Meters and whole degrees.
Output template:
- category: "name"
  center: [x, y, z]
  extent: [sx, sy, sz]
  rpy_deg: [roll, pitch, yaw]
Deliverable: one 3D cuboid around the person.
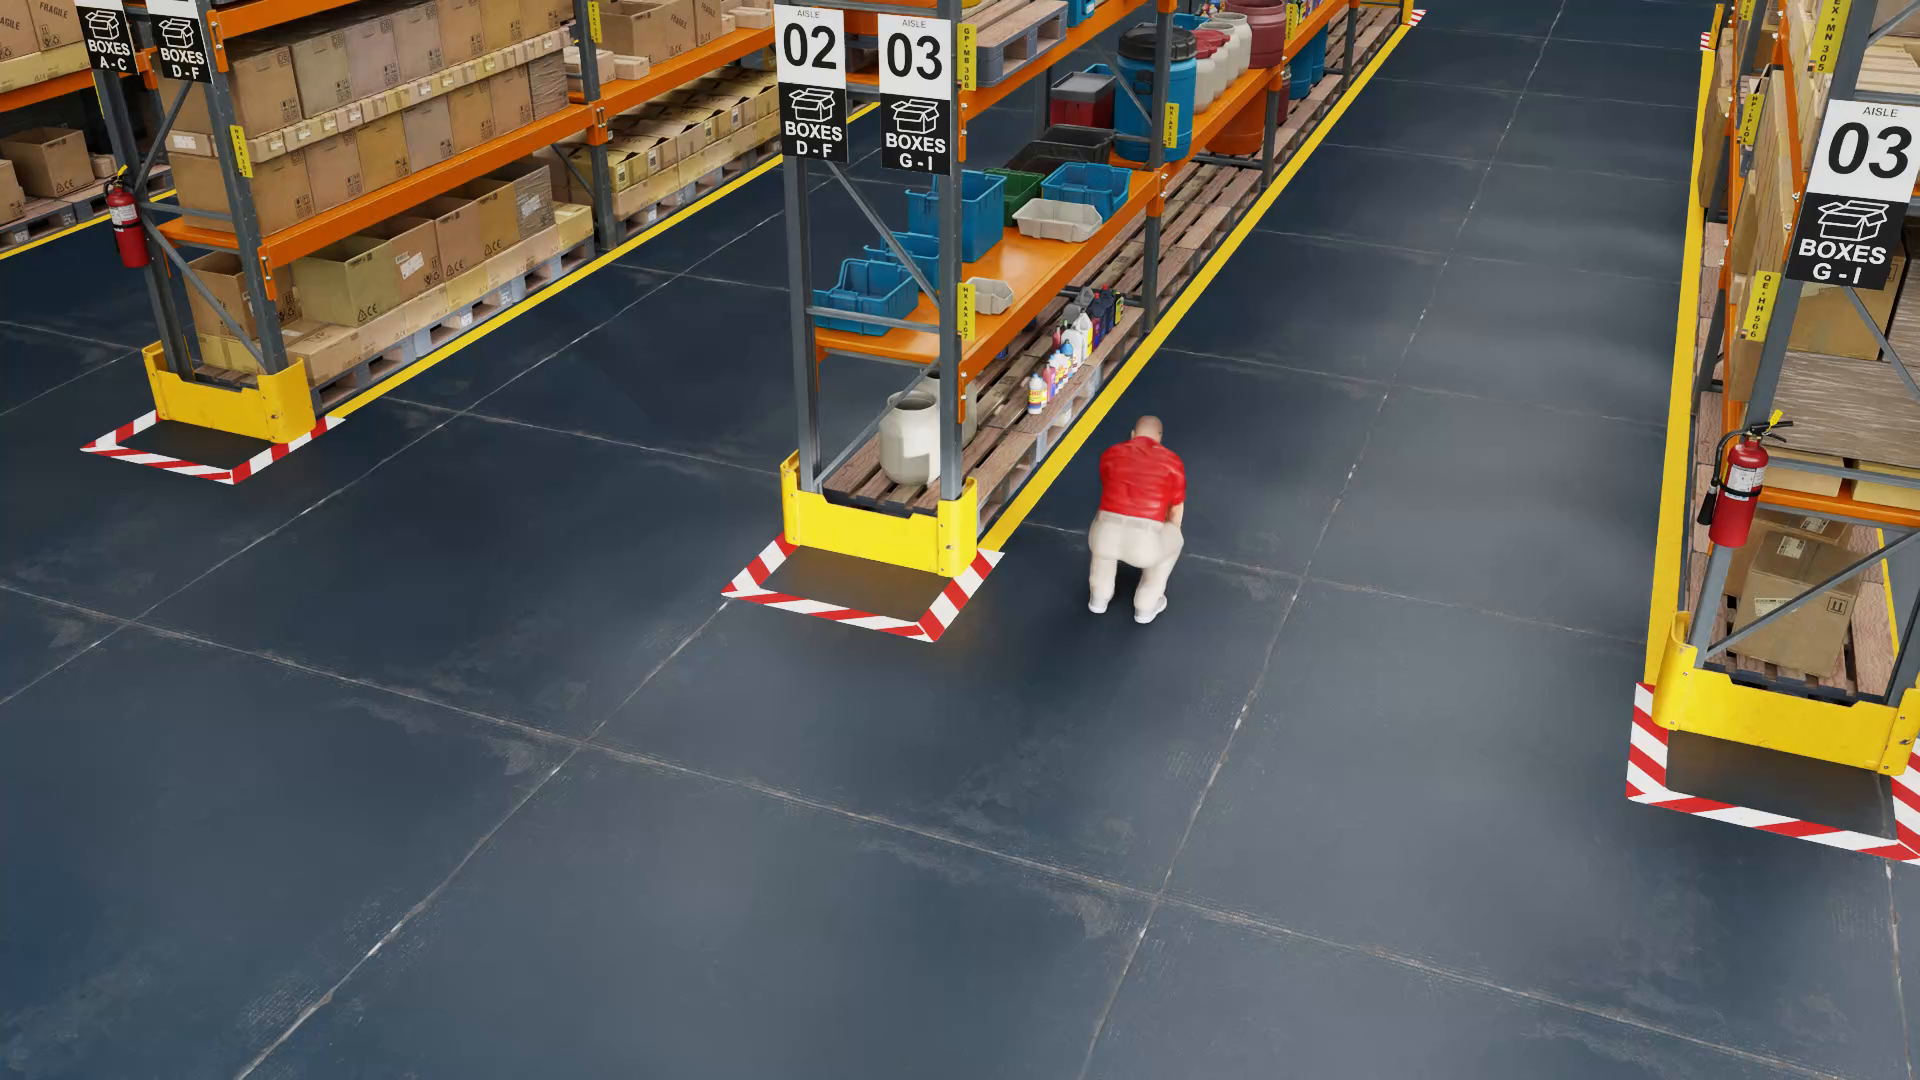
- category: "person"
  center: [1.001, -0.124, 9.396]
  extent: [0.544, 0.986, 0.934]
  rpy_deg: [10, 31, 17]
